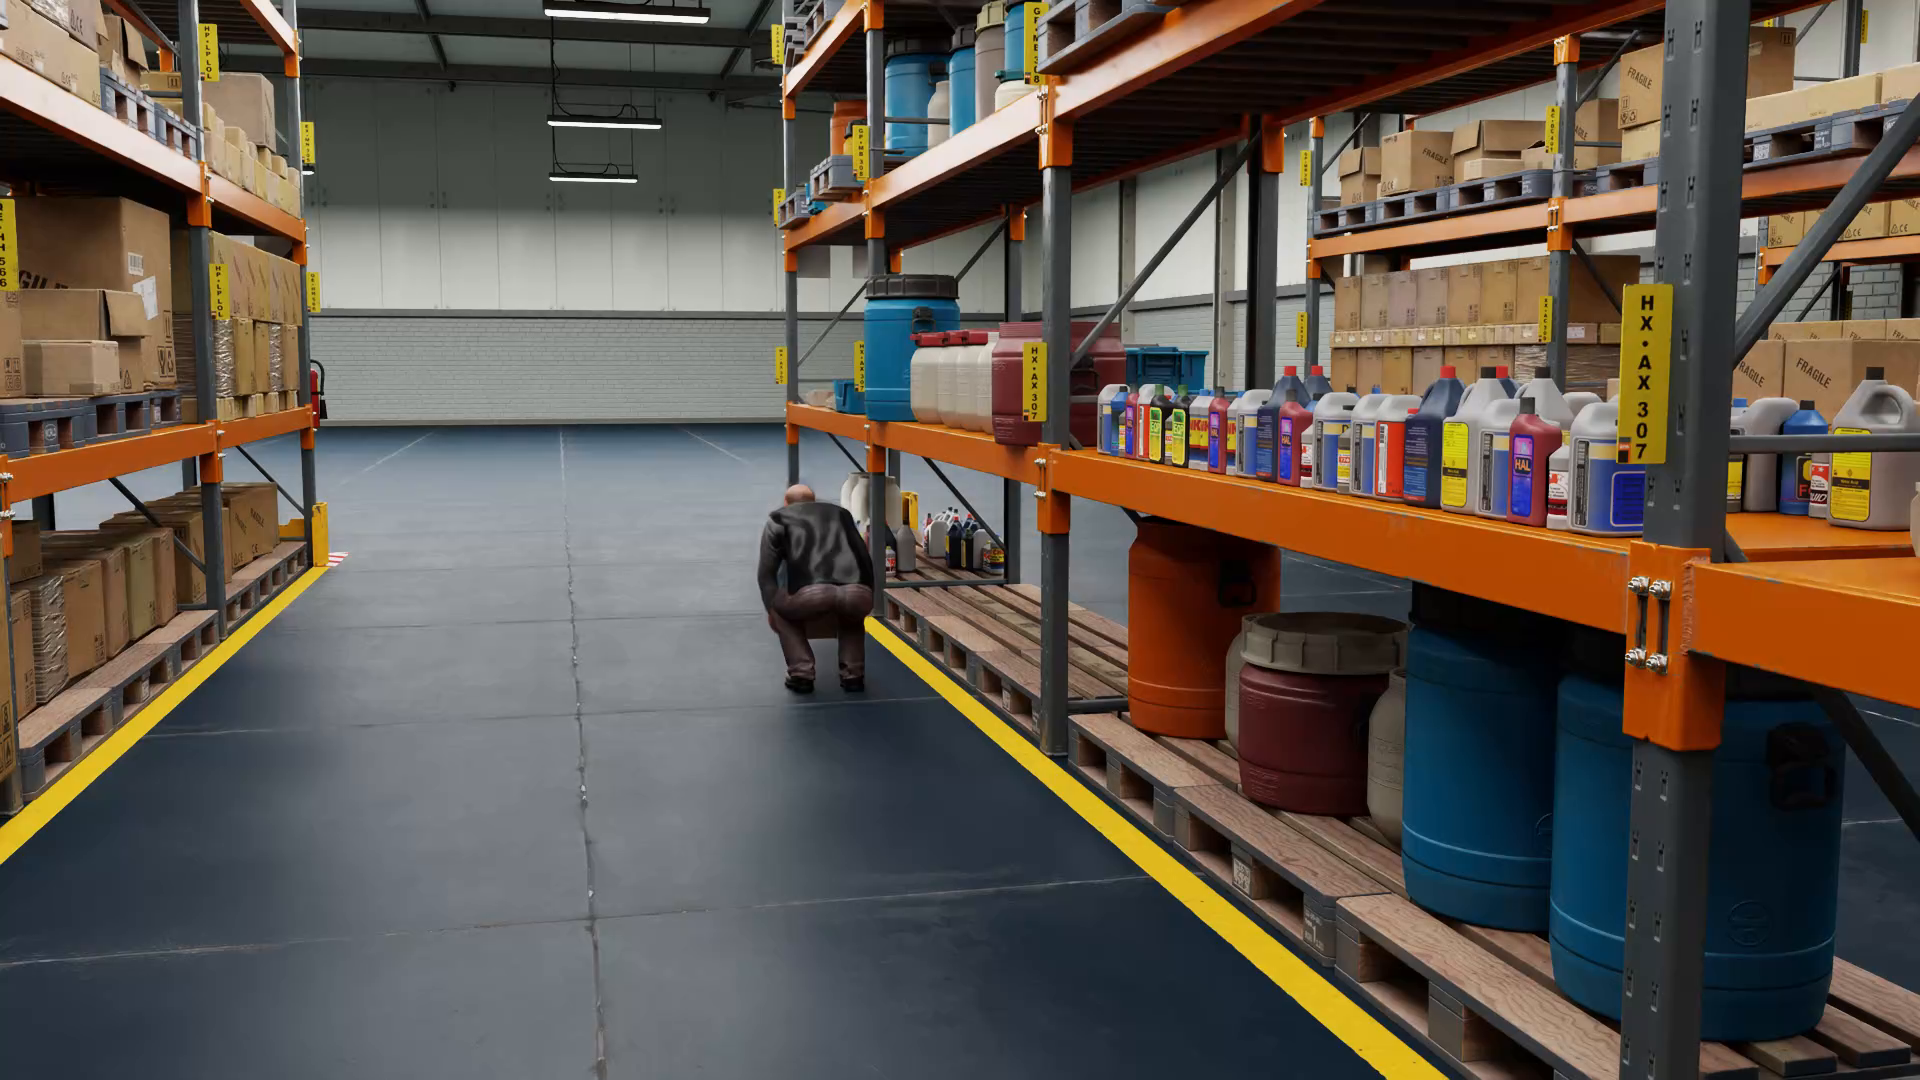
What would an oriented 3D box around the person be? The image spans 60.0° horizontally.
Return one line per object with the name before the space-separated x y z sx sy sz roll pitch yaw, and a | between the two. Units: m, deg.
person | -0.747 0.245 8.575 0.550 1.025 0.854 -2 6 -14
